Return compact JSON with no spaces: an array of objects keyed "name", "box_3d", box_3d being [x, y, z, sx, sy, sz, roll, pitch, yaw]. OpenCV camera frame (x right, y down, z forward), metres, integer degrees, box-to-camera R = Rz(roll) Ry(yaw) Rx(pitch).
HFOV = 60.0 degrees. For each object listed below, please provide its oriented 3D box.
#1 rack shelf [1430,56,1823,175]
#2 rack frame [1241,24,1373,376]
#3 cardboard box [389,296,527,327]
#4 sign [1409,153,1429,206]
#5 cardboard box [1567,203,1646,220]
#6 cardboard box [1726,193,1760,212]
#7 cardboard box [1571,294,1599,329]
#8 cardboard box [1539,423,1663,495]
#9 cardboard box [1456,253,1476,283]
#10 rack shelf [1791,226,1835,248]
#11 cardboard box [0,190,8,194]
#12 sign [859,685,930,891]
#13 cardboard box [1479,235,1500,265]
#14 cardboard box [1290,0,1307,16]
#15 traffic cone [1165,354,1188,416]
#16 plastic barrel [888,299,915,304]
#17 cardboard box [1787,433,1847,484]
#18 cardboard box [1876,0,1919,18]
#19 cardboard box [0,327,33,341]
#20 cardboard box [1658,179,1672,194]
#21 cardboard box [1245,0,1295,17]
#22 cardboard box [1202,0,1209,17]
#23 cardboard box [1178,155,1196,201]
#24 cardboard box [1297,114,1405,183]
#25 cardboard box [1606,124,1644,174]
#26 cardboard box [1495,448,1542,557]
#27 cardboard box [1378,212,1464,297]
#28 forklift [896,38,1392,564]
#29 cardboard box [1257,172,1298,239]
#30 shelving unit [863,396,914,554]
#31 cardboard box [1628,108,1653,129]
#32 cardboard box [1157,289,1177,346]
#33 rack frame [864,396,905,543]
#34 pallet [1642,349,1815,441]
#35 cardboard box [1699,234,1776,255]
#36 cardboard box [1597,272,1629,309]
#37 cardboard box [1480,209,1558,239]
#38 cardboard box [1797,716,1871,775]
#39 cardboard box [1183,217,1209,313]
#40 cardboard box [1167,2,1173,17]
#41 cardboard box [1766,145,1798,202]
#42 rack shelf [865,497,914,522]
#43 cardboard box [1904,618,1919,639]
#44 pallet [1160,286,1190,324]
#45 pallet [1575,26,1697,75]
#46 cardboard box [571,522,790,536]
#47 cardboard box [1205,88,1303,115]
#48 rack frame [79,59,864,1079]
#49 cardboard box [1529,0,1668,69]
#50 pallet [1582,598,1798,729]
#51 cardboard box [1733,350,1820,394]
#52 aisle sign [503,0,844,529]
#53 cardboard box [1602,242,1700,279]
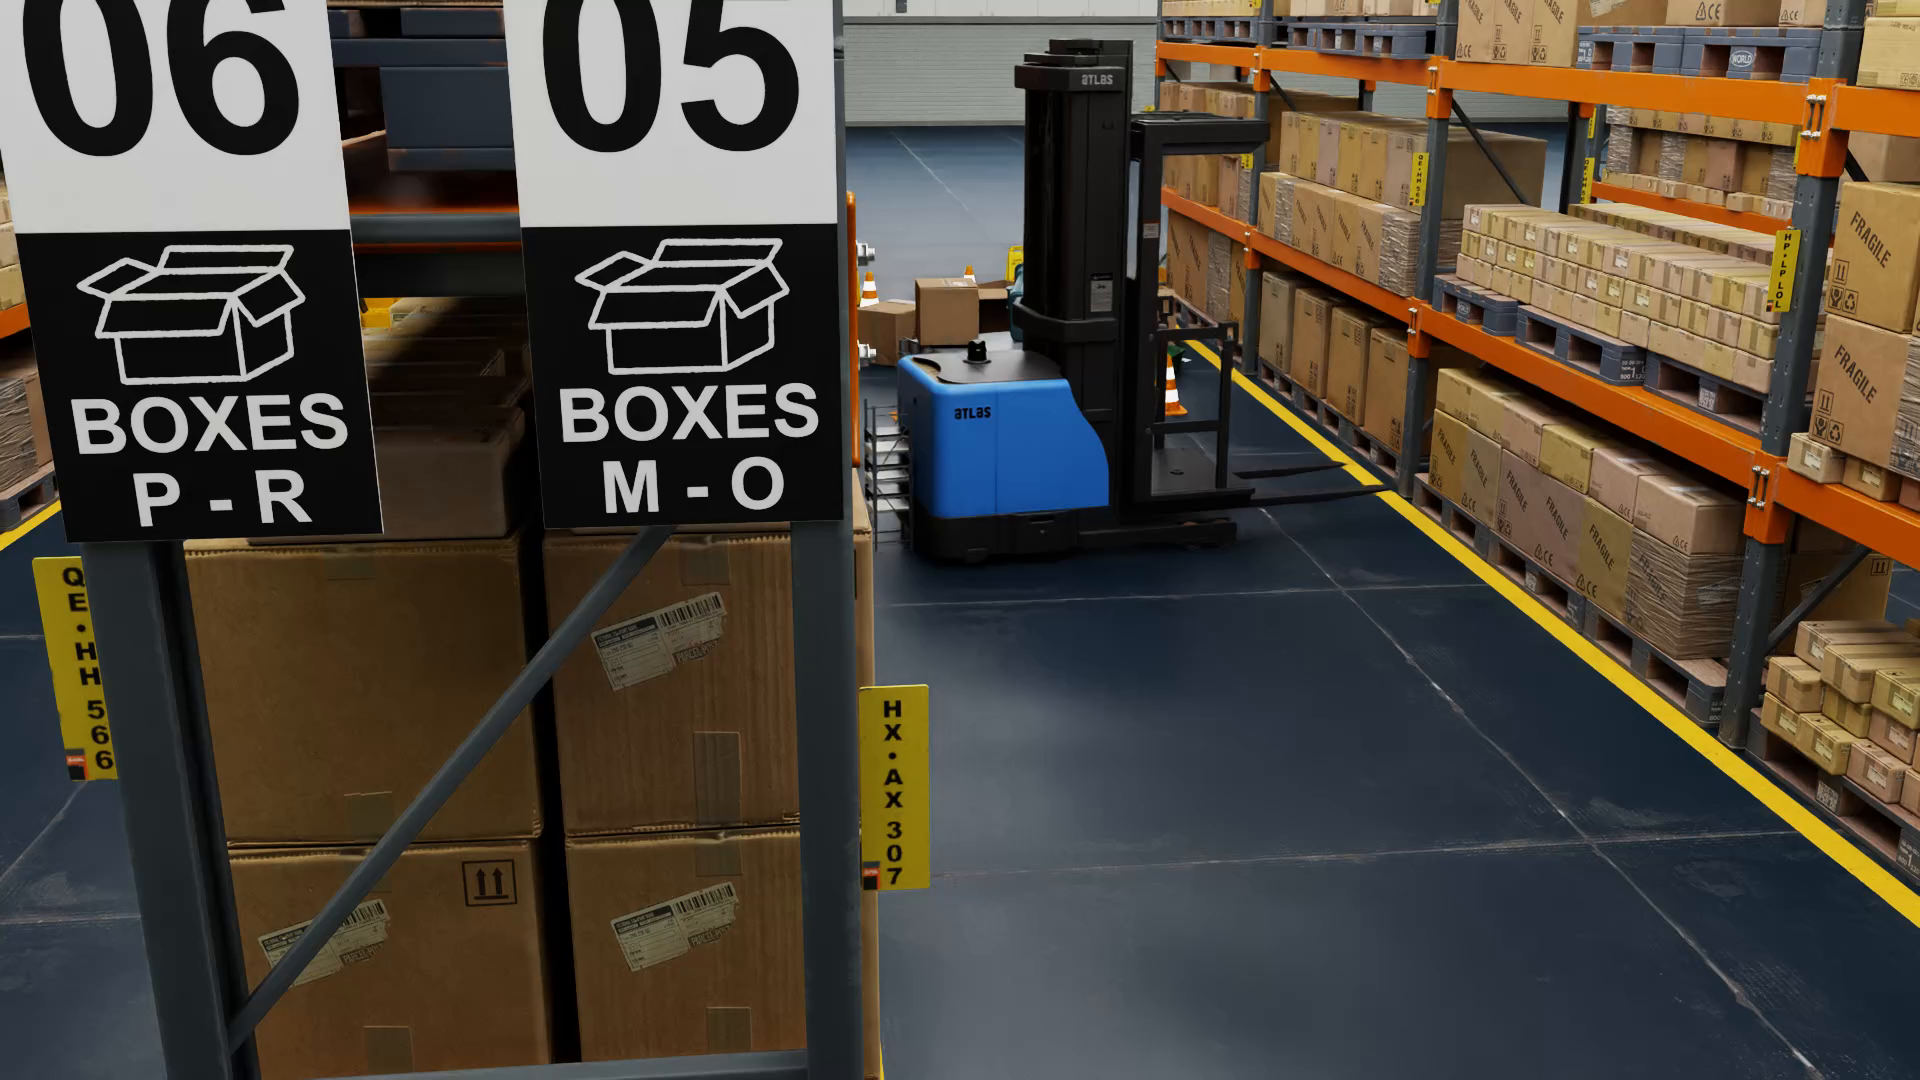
[{"name":"rack shelf","box_3d":[3.647,-2.227,8.458,1.077,0.370,4.000,-2,18,-6]},{"name":"rack frame","box_3d":[3.028,-2.927,14.493,1.000,3.000,0.127,-2,18,-6]},{"name":"cardboard box","box_3d":[-1.070,-0.482,3.787,0.380,0.149,0.250,-1,17,-4]},{"name":"sign","box_3d":[2.889,-2.270,10.466,0.100,0.325,0.005,-2,18,-6]},{"name":"cardboard box","box_3d":[3.947,-1.968,10.163,0.380,0.149,0.250,-2,18,-8]},{"name":"cardboard box","box_3d":[7.538,-3.208,15.806,0.380,0.149,0.250,-2,18,-6]},{"name":"cardboard box","box_3d":[3.450,-1.204,8.722,0.380,0.149,0.250,-2,18,-7]},{"name":"cardboard box","box_3d":[3.416,-0.434,8.772,0.500,0.250,0.500,-3,18,-8]},{"name":"cardboard box","box_3d":[3.286,-1.676,10.227,0.380,0.149,0.250,-2,18,-6]},{"name":"rack shelf","box_3d":[8.178,-2.111,13.095,1.077,0.370,4.000,-2,18,-6]},{"name":"cardboard box","box_3d":[-6.293,-2.243,11.065,0.380,0.149,0.250,-1,17,-4]},{"name":"sign","box_3d":[-0.095,0.365,2.429,0.100,0.325,0.005,-2,18,-6]},{"name":"cardboard box","box_3d":[3.321,-1.727,9.892,0.380,0.149,0.250,-1,17,-3]},{"name":"cardboard box","box_3d":[2.842,-4.355,13.389,0.258,0.266,0.396,-2,18,-7]},{"name":"traffic cone","box_3d":[1.664,-1.271,13.452,0.336,0.463,0.334,-2,18,-6]},{"name":"plastic barrel","box_3d":[-0.579,-2.138,16.281,0.512,0.421,0.421,11,21,32]},{"name":"cardboard box","box_3d":[3.557,-0.329,6.638,0.380,0.149,0.250,-1,17,-4]},{"name":"cardboard box","box_3d":[3.664,-1.991,5.919,0.500,0.250,0.500,-1,17,-4]},{"name":"cardboard box","box_3d":[-6.685,-1.271,12.480,0.875,0.625,0.625,-2,18,-6]},{"name":"cardboard box","box_3d":[7.487,-3.658,17.239,0.380,0.149,0.250,-2,18,-6]},{"name":"cardboard box","box_3d":[2.672,-4.585,14.318,0.380,0.149,0.250,-2,18,-6]},{"name":"cardboard box","box_3d":[2.514,-5.040,15.766,0.380,0.149,0.250,-2,18,-6]},{"name":"cardboard box","box_3d":[2.710,-3.747,16.855,0.875,0.550,0.550,-2,18,-6]},{"name":"cardboard box","box_3d":[3.140,-3.151,13.370,0.700,0.500,0.500,-2,18,-7]},{"name":"cardboard box","box_3d":[7.589,-4.267,18.097,0.875,0.500,0.500,-2,18,-6]},{"name":"cardboard box","box_3d":[3.373,-0.222,9.349,0.500,0.500,0.500,-2,18,-7]},{"name":"cardboard box","box_3d":[3.127,-1.909,11.083,0.500,0.500,0.500,-2,18,-6]},{"name":"forklift","box_3d":[1.176,-1.488,10.022,3.031,2.935,1.130,-5,18,-15]},{"name":"cardboard box","box_3d":[2.814,-2.810,13.953,0.500,0.500,0.500,-2,17,-5]},{"name":"shelving unit","box_3d":[-0.425,-0.388,9.912,0.258,0.900,0.210,-5,18,-16]},{"name":"cardboard box","box_3d":[7.389,-4.587,17.448,0.500,0.500,0.500,-2,18,-6]},{"name":"cardboard box","box_3d":[1.847,-2.167,16.239,0.500,0.500,0.500,1,17,4]},{"name":"rack frame","box_3d":[-0.454,-0.418,10.005,0.240,0.900,0.006,-5,18,-16]},{"name":"pallet","box_3d":[3.919,-0.684,7.669,1.003,0.211,1.213,-2,18,-6]},{"name":"cardboard box","box_3d":[4.104,-1.505,8.688,0.380,0.149,0.250,-1,17,-4]},{"name":"cardboard box","box_3d":[3.476,-1.271,8.440,0.380,0.149,0.250,-2,18,-5]},{"name":"cardboard box","box_3d":[3.326,-1.876,9.870,0.380,0.149,0.250,-2,18,-7]},{"name":"cardboard box","box_3d":[3.598,0.814,6.636,0.380,0.149,0.250,-1,17,-4]},{"name":"cardboard box","box_3d":[2.844,-2.843,17.073,0.875,0.875,0.875,-2,18,-7]},{"name":"cardboard box","box_3d":[2.359,-5.490,17.201,0.380,0.149,0.250,-2,18,-5]},{"name":"cardboard box","box_3d":[7.987,-3.376,15.259,0.875,0.500,0.500,-2,18,-6]},{"name":"rack shelf","box_3d":[-0.425,-0.185,9.976,0.258,0.077,0.200,-5,18,-16]},{"name":"cardboard box","box_3d":[4.149,0.430,6.864,0.380,0.149,0.250,-1,17,-4]},{"name":"pallet","box_3d":[2.776,-2.553,17.956,1.003,0.211,1.213,-2,18,-6]},{"name":"pallet","box_3d":[3.785,-2.381,8.060,1.213,0.211,1.003,-2,18,-6]},{"name":"cardboard box","box_3d":[-0.409,-0.117,2.624,0.380,0.149,0.250,-1,17,-4]},{"name":"cardboard box","box_3d":[2.870,-4.108,16.201,0.875,0.550,0.500,-2,18,-6]},{"name":"rack frame","box_3d":[-0.648,0.831,2.522,1.000,3.000,0.127,-2,18,-6]},{"name":"cardboard box","box_3d":[3.350,-2.738,8.717,0.500,0.500,0.500,-2,18,-6]},{"name":"pallet","box_3d":[3.771,0.555,8.057,1.003,0.211,1.213,-2,18,-6]},{"name":"cardboard box","box_3d":[3.615,-0.736,7.233,0.380,0.149,0.250,-2,18,-7]},{"name":"aisle sign","box_3d":[-0.352,-0.397,2.093,0.394,0.787,0.004,-2,18,-6]},{"name":"cardboard box","box_3d":[3.484,-1.410,8.385,0.380,0.149,0.250,-3,18,-8]}]
